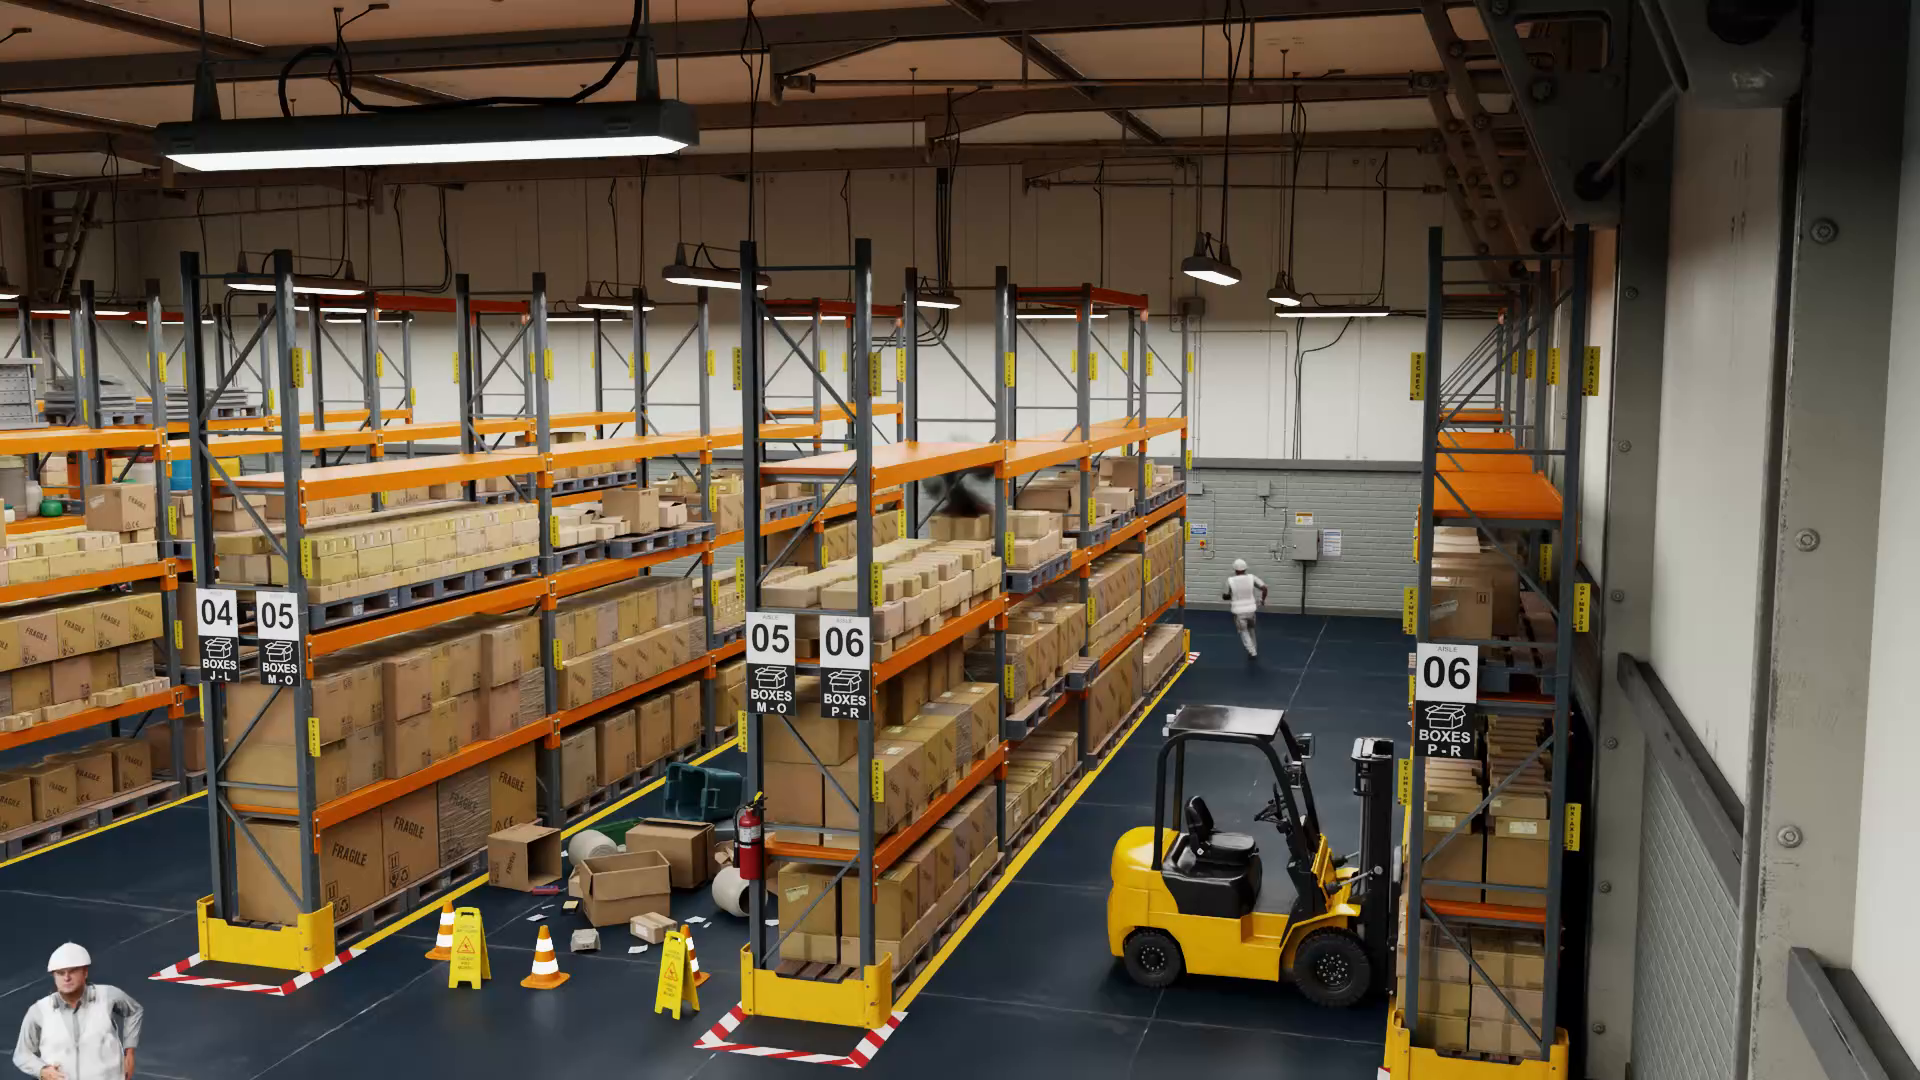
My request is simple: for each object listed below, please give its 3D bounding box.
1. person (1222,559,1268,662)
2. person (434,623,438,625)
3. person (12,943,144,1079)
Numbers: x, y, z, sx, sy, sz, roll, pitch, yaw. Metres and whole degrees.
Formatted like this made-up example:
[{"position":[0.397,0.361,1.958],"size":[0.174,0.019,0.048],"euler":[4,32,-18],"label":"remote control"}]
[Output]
[{"position":[4.714,1.207,27.661],"size":[0.726,1.783,0.933],"euler":[-1,6,-6],"label":"person"},{"position":[-6.819,1.863,22.217],"size":[0.624,1.699,0.666],"euler":[2,7,18],"label":"person"},{"position":[-5.102,3.226,9.656],"size":[0.658,1.822,0.734],"euler":[-3,7,-22],"label":"person"}]
